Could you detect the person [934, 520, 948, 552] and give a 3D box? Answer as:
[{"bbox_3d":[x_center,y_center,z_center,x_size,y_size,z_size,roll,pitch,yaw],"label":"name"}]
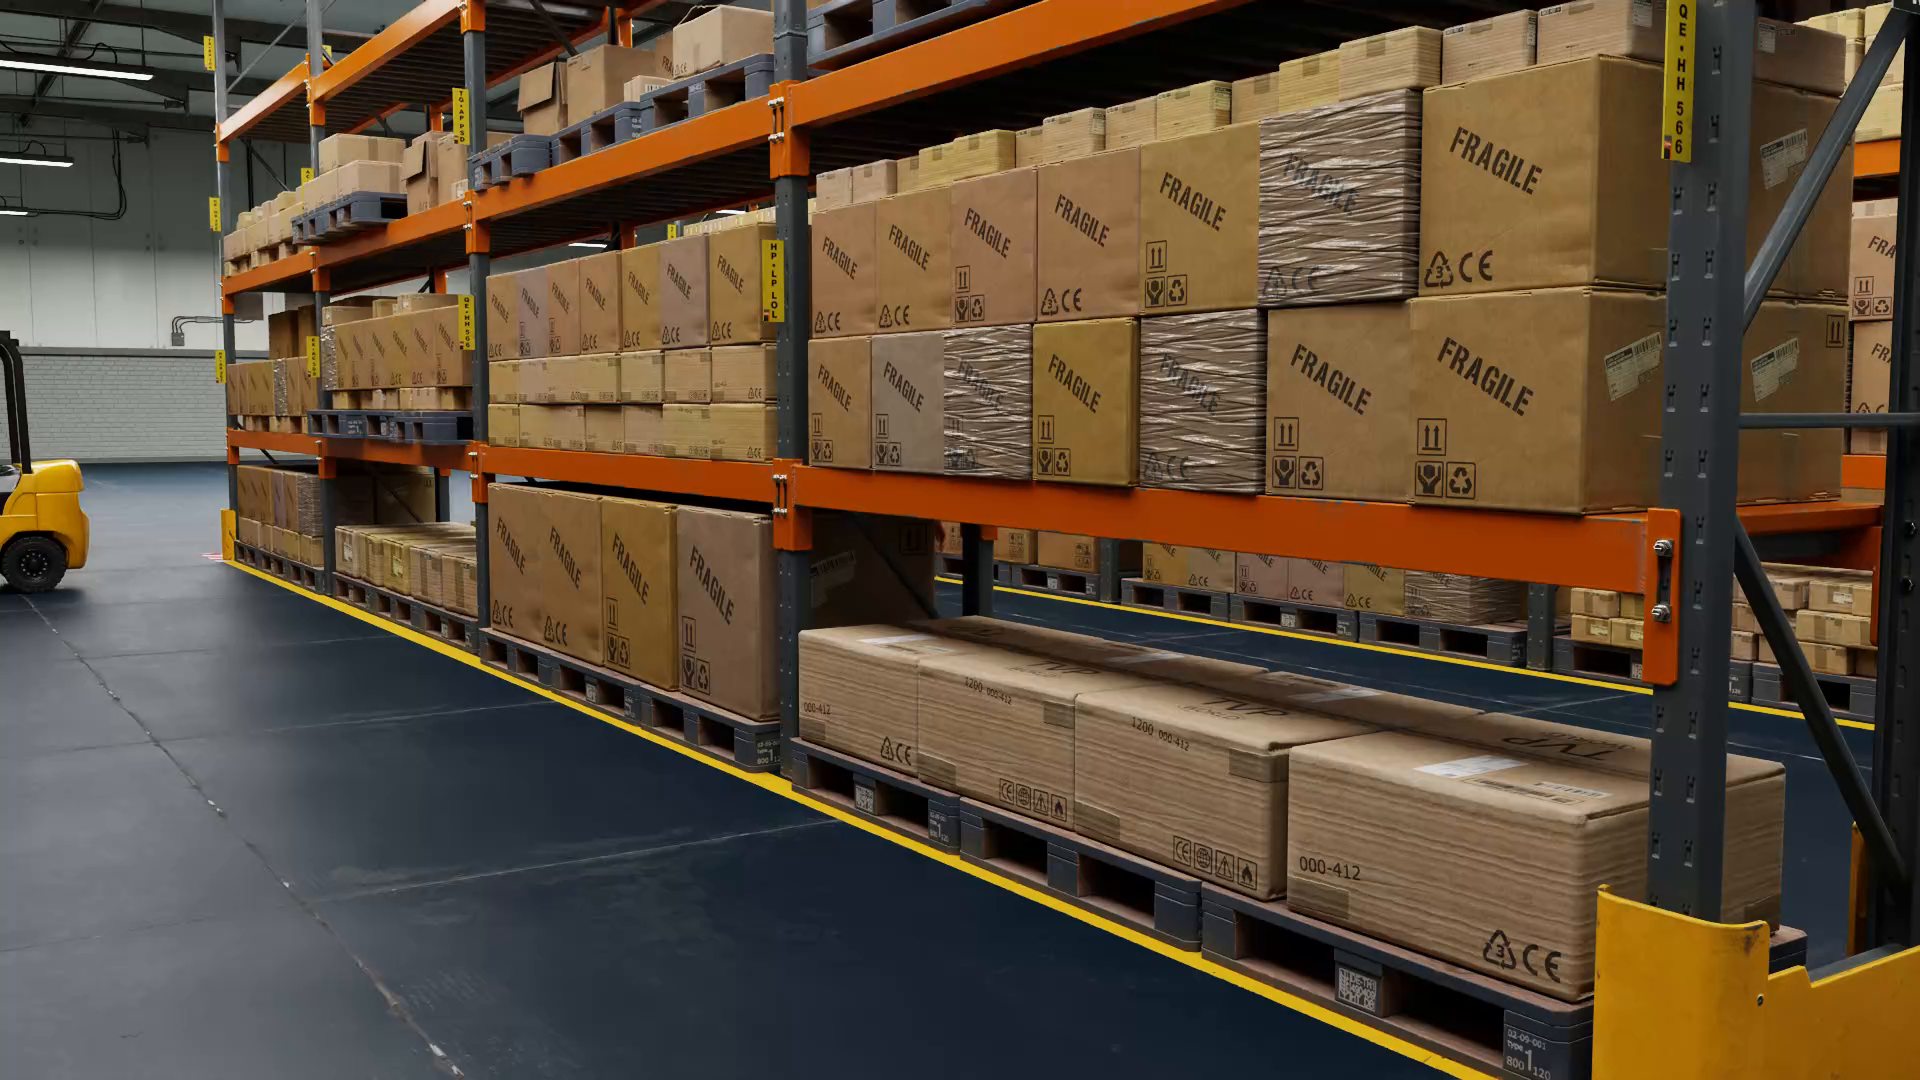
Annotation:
[{"bbox_3d":[-0.373,-0.052,9.965,0.570,1.582,0.963,-1,5,-14],"label":"person"}]
